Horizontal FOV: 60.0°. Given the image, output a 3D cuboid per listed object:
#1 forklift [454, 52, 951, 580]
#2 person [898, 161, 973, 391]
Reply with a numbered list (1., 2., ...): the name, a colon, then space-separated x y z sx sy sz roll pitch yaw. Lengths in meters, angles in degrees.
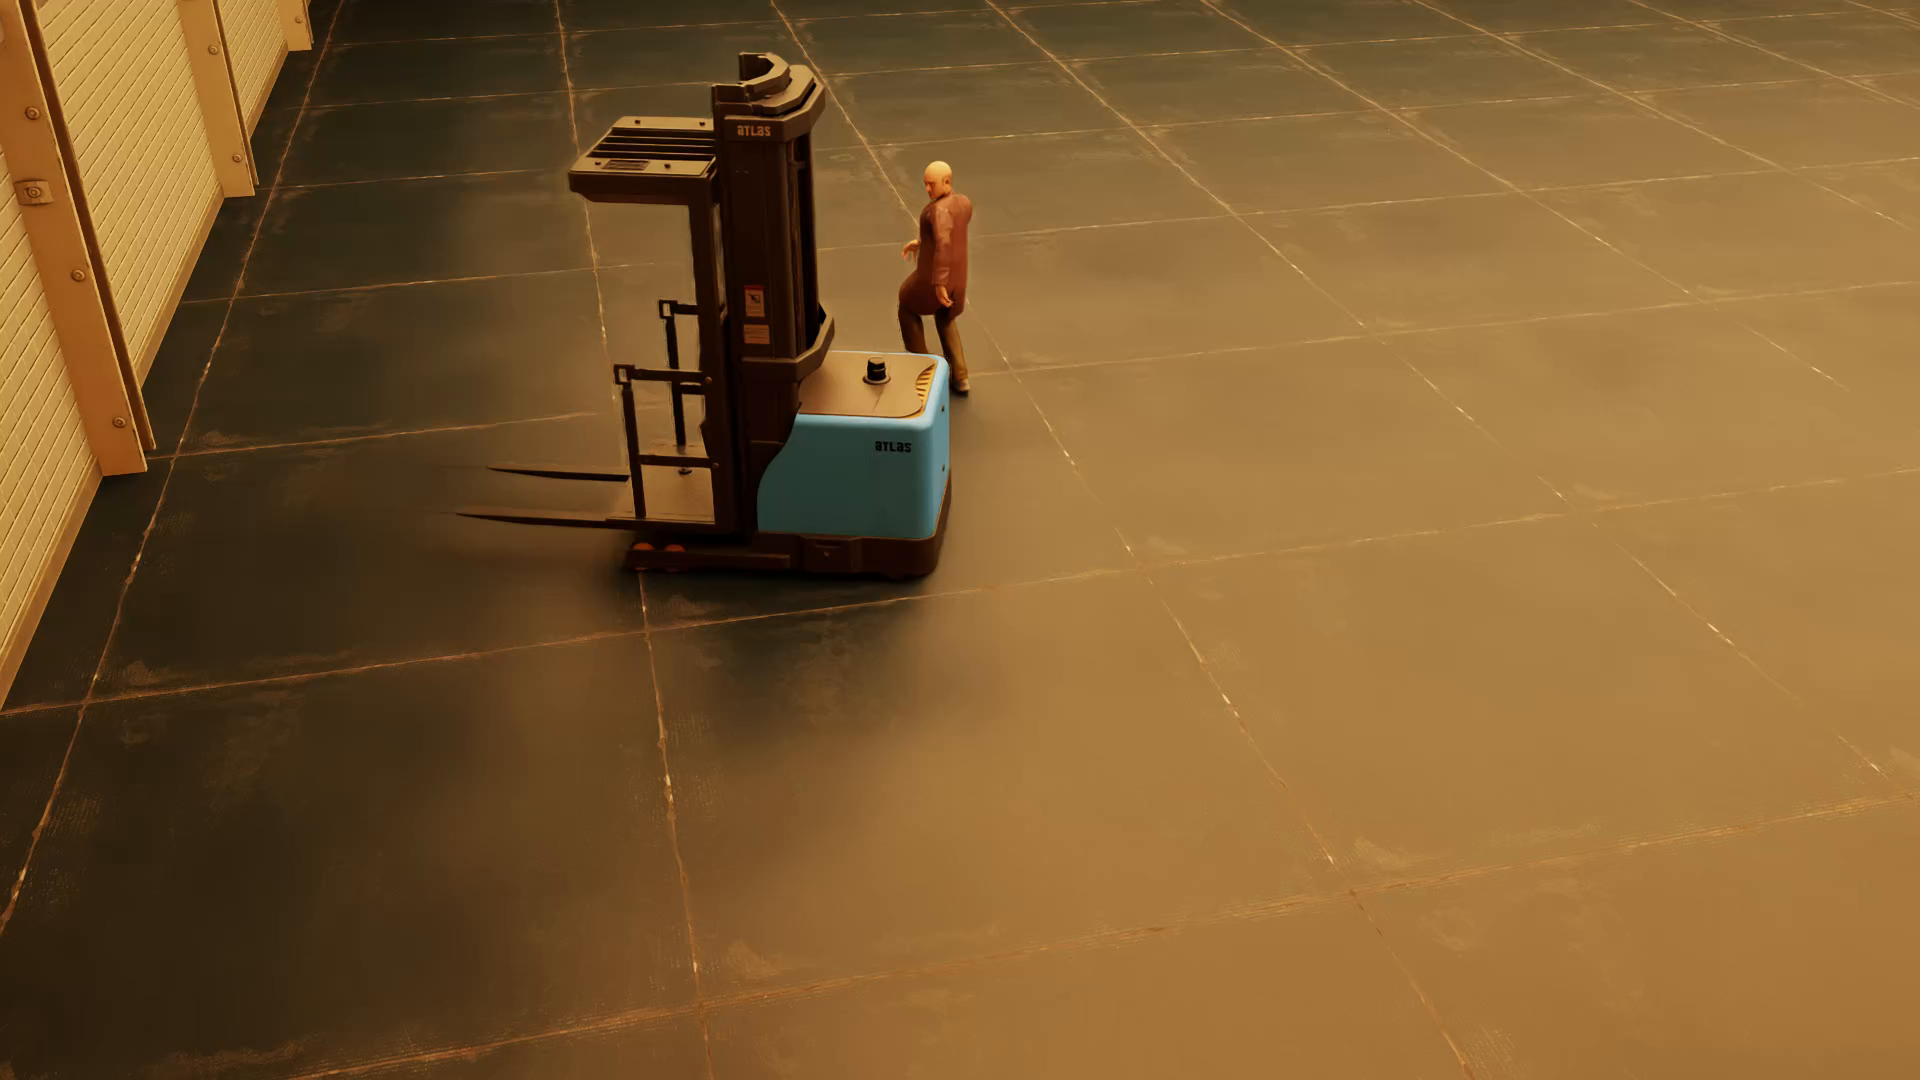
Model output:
1. forklift: -1.609 -1.332 9.875 3.031 2.935 1.130 3 30 5
2. person: -0.138 -1.864 12.082 0.689 1.784 0.824 -24 38 -35
